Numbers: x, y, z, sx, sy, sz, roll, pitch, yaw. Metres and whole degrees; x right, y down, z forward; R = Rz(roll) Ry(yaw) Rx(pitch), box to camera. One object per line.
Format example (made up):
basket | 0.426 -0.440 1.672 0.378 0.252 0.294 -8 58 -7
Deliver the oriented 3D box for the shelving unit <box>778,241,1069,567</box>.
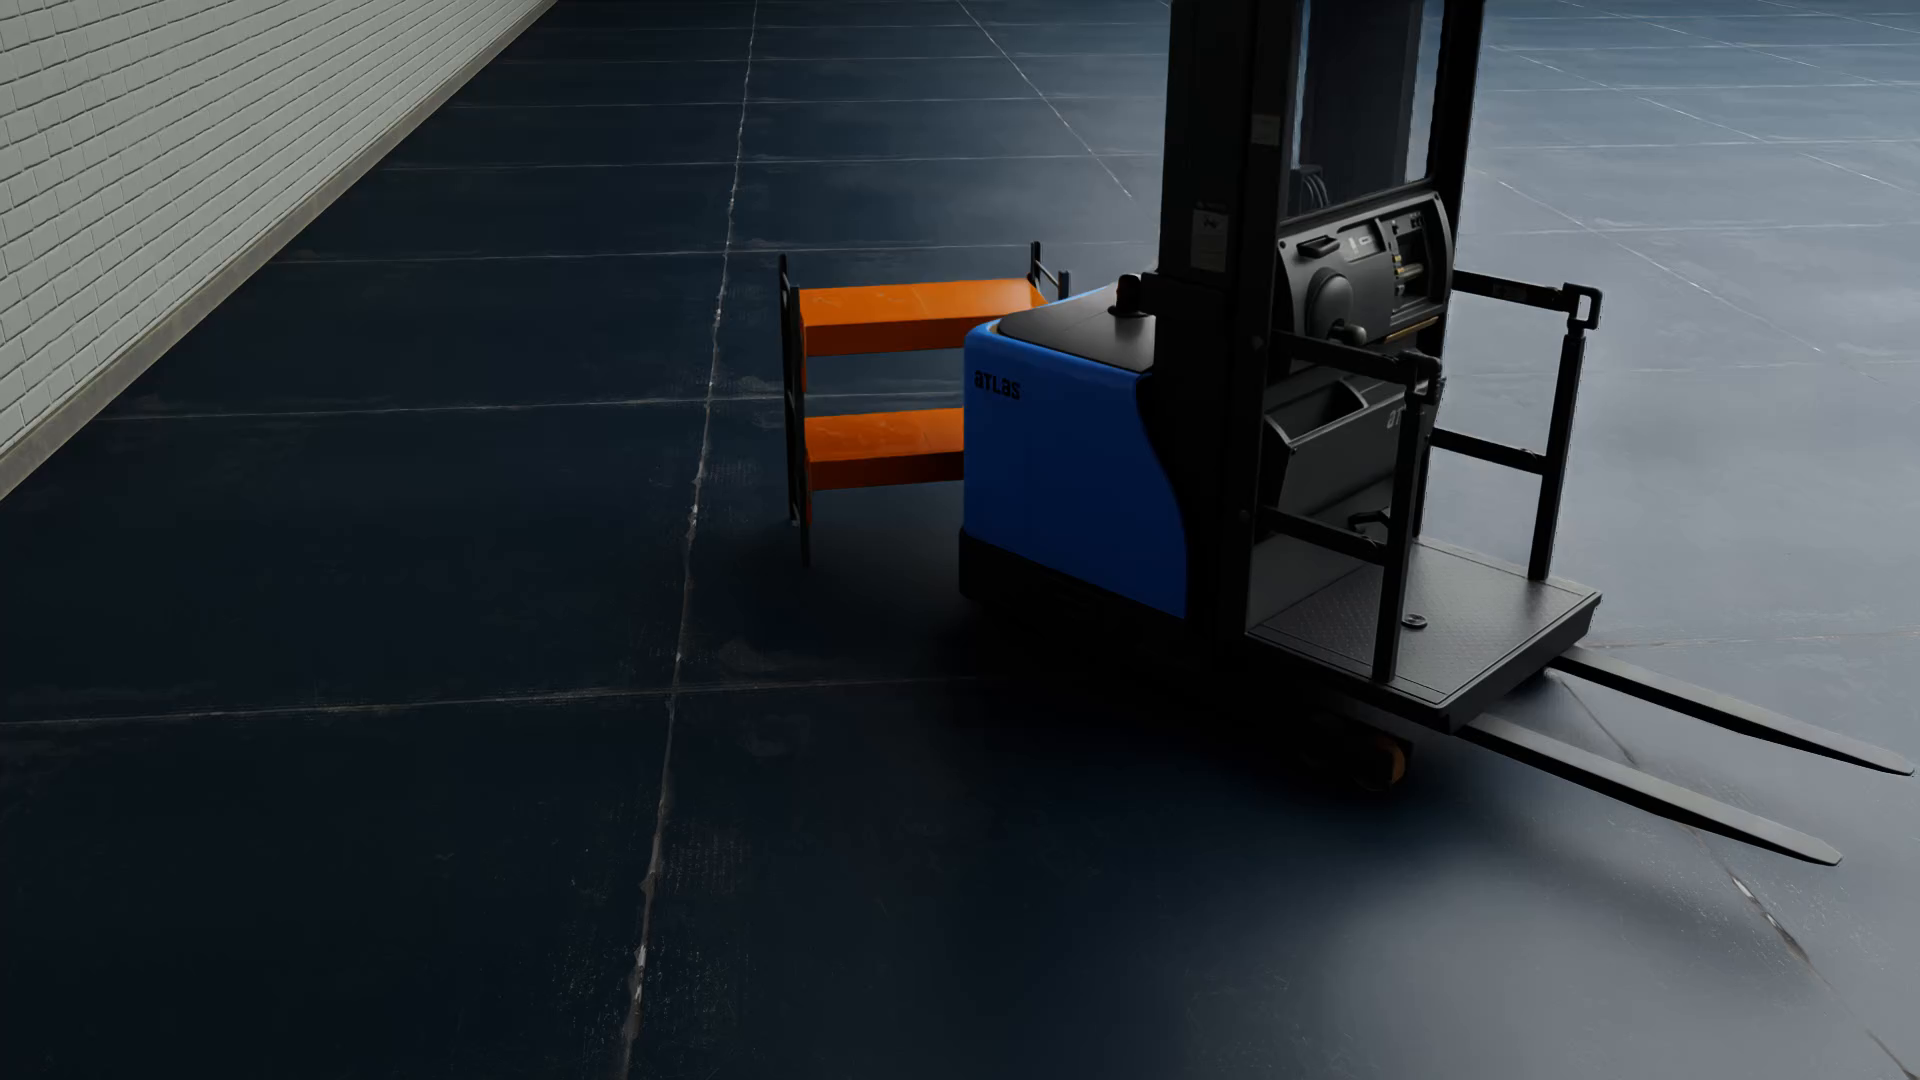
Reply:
shelving unit | -0.151 -0.549 6.601 1.048 1.125 0.538 -5 24 -10

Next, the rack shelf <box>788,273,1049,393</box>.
rack shelf | -0.151 -0.817 6.482 1.000 0.278 0.538 -5 24 -10

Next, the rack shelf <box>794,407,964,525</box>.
rack shelf | -0.151 -0.326 6.700 1.000 0.278 0.538 -5 24 -10

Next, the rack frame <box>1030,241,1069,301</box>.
rack frame | 0.348 -0.589 6.691 0.032 1.125 0.500 -5 24 -10

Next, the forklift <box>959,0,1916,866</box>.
forklift | 1.407 -0.817 4.980 3.031 2.935 1.130 21 32 39

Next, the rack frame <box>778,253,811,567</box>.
rack frame | -0.650 -0.509 6.511 0.032 1.125 0.500 -5 24 -10
